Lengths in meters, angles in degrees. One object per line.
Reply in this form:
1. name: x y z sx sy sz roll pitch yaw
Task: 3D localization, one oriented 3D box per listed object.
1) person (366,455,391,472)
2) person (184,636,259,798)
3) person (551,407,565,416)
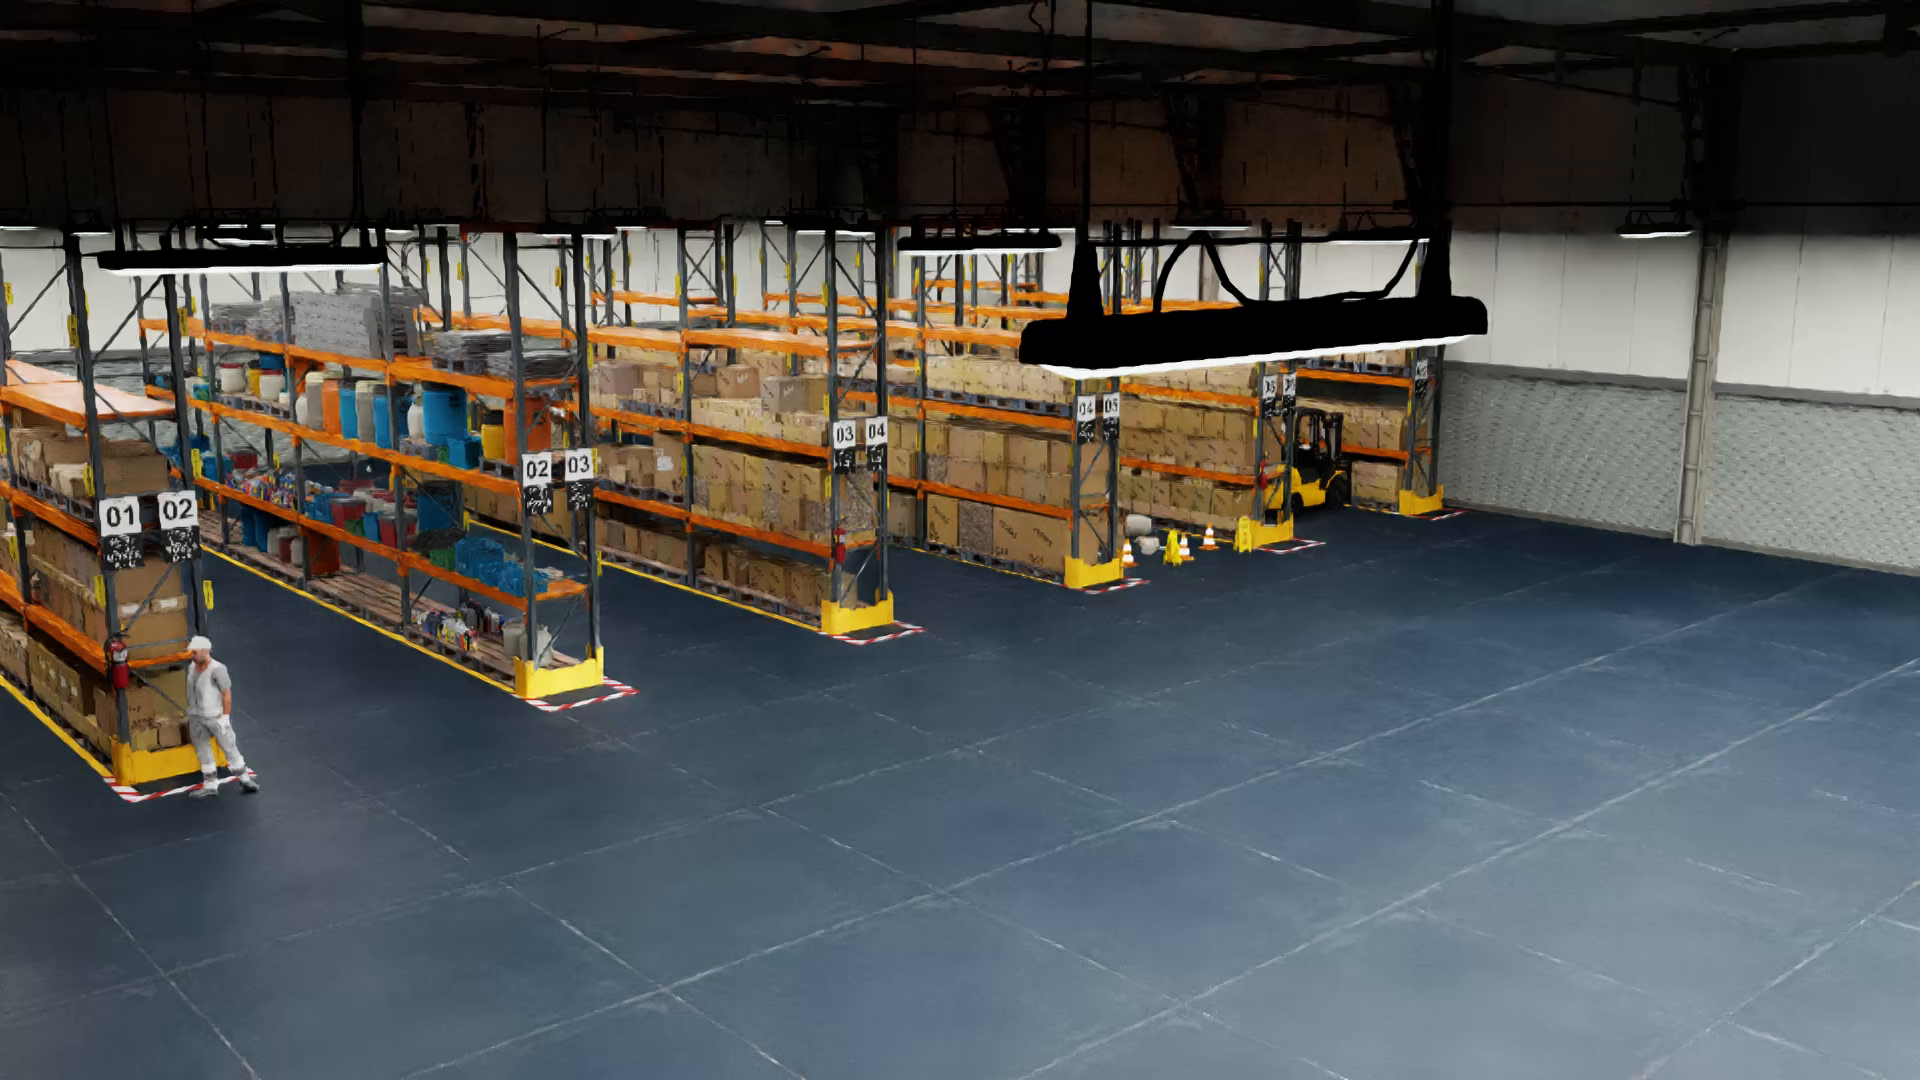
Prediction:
1. person: -13.880 -2.398 39.806 0.786 1.525 0.543 7 13 30
2. person: -8.054 1.897 18.012 0.735 1.786 0.485 3 12 14
3. person: -9.861 -2.743 40.922 0.566 1.762 0.733 -1 11 -3
